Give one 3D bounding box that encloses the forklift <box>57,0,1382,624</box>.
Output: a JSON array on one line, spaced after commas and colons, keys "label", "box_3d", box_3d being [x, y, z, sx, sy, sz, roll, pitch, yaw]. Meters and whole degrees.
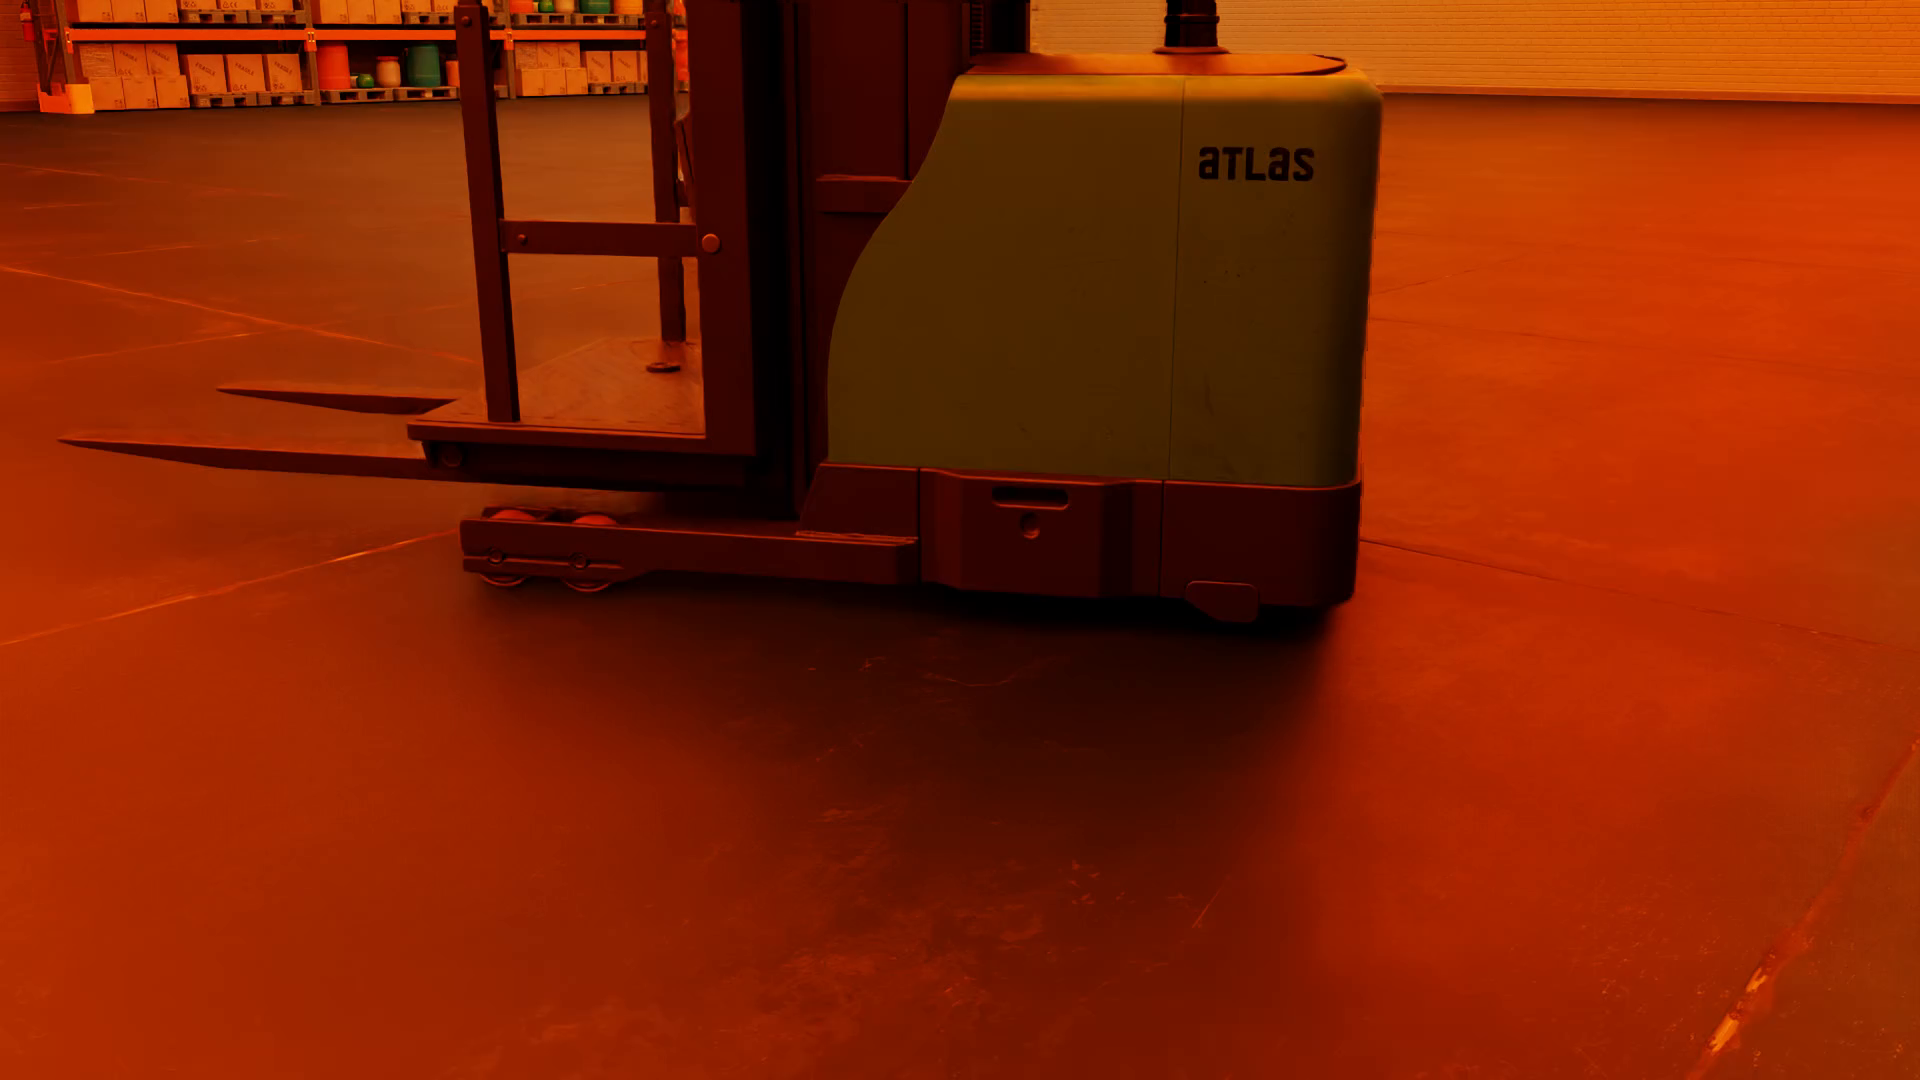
[{"label": "forklift", "box_3d": [-0.608, -1.435, 3.622, 3.031, 2.935, 1.130, 3, 17, 11]}]
